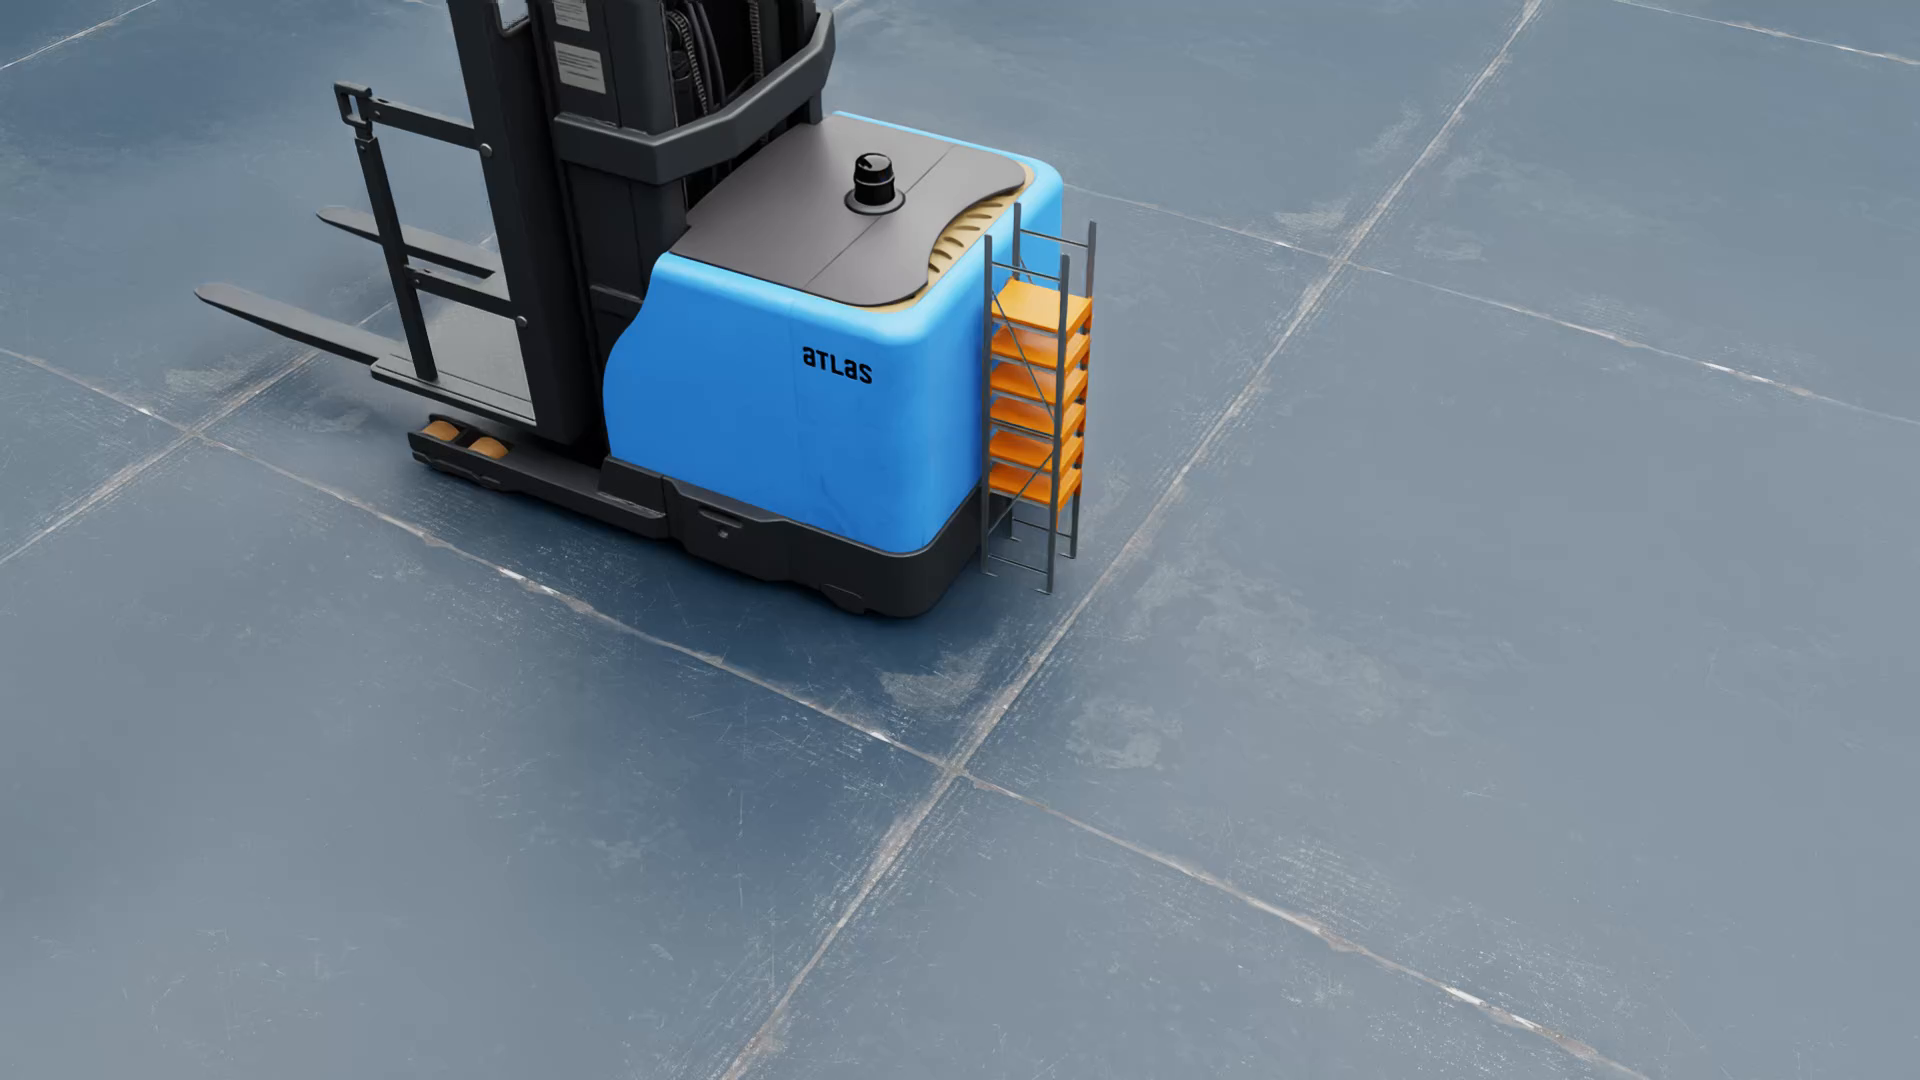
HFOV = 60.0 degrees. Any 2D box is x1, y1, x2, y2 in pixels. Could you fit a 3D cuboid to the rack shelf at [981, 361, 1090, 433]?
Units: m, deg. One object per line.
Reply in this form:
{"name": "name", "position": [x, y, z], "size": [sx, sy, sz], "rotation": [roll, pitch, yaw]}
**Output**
{"name": "rack shelf", "position": [0.213, -0.426, 4.712], "size": [0.258, 0.103, 0.180], "rotation": [18, 44, 19]}

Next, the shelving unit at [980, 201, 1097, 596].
{"name": "shelving unit", "position": [0.213, -0.370, 4.762], "size": [0.258, 1.200, 0.189], "rotation": [18, 44, 19]}

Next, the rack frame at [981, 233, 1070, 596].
{"name": "rack frame", "position": [0.174, -0.315, 4.700], "size": [0.240, 1.200, 0.006], "rotation": [18, 44, 19]}

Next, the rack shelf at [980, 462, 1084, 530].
{"name": "rack shelf", "position": [0.213, -0.156, 4.950], "size": [0.258, 0.103, 0.180], "rotation": [18, 44, 19]}

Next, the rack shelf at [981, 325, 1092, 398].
{"name": "rack shelf", "position": [0.213, -0.516, 4.633], "size": [0.258, 0.103, 0.180], "rotation": [18, 44, 19]}

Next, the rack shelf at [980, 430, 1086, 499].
{"name": "rack shelf", "position": [0.213, -0.246, 4.871], "size": [0.258, 0.103, 0.180], "rotation": [18, 44, 19]}

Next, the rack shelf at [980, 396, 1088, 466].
{"name": "rack shelf", "position": [0.213, -0.336, 4.791], "size": [0.258, 0.103, 0.180], "rotation": [18, 44, 19]}

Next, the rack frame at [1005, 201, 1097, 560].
{"name": "rack frame", "position": [0.253, -0.424, 4.824], "size": [0.240, 1.200, 0.006], "rotation": [18, 44, 19]}

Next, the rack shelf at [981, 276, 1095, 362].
{"name": "rack shelf", "position": [0.213, -0.606, 4.553], "size": [0.258, 0.103, 0.180], "rotation": [18, 44, 19]}

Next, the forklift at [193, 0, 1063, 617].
{"name": "forklift", "position": [-1.233, -1.559, 4.802], "size": [3.031, 2.935, 1.130], "rotation": [19, 45, 20]}
